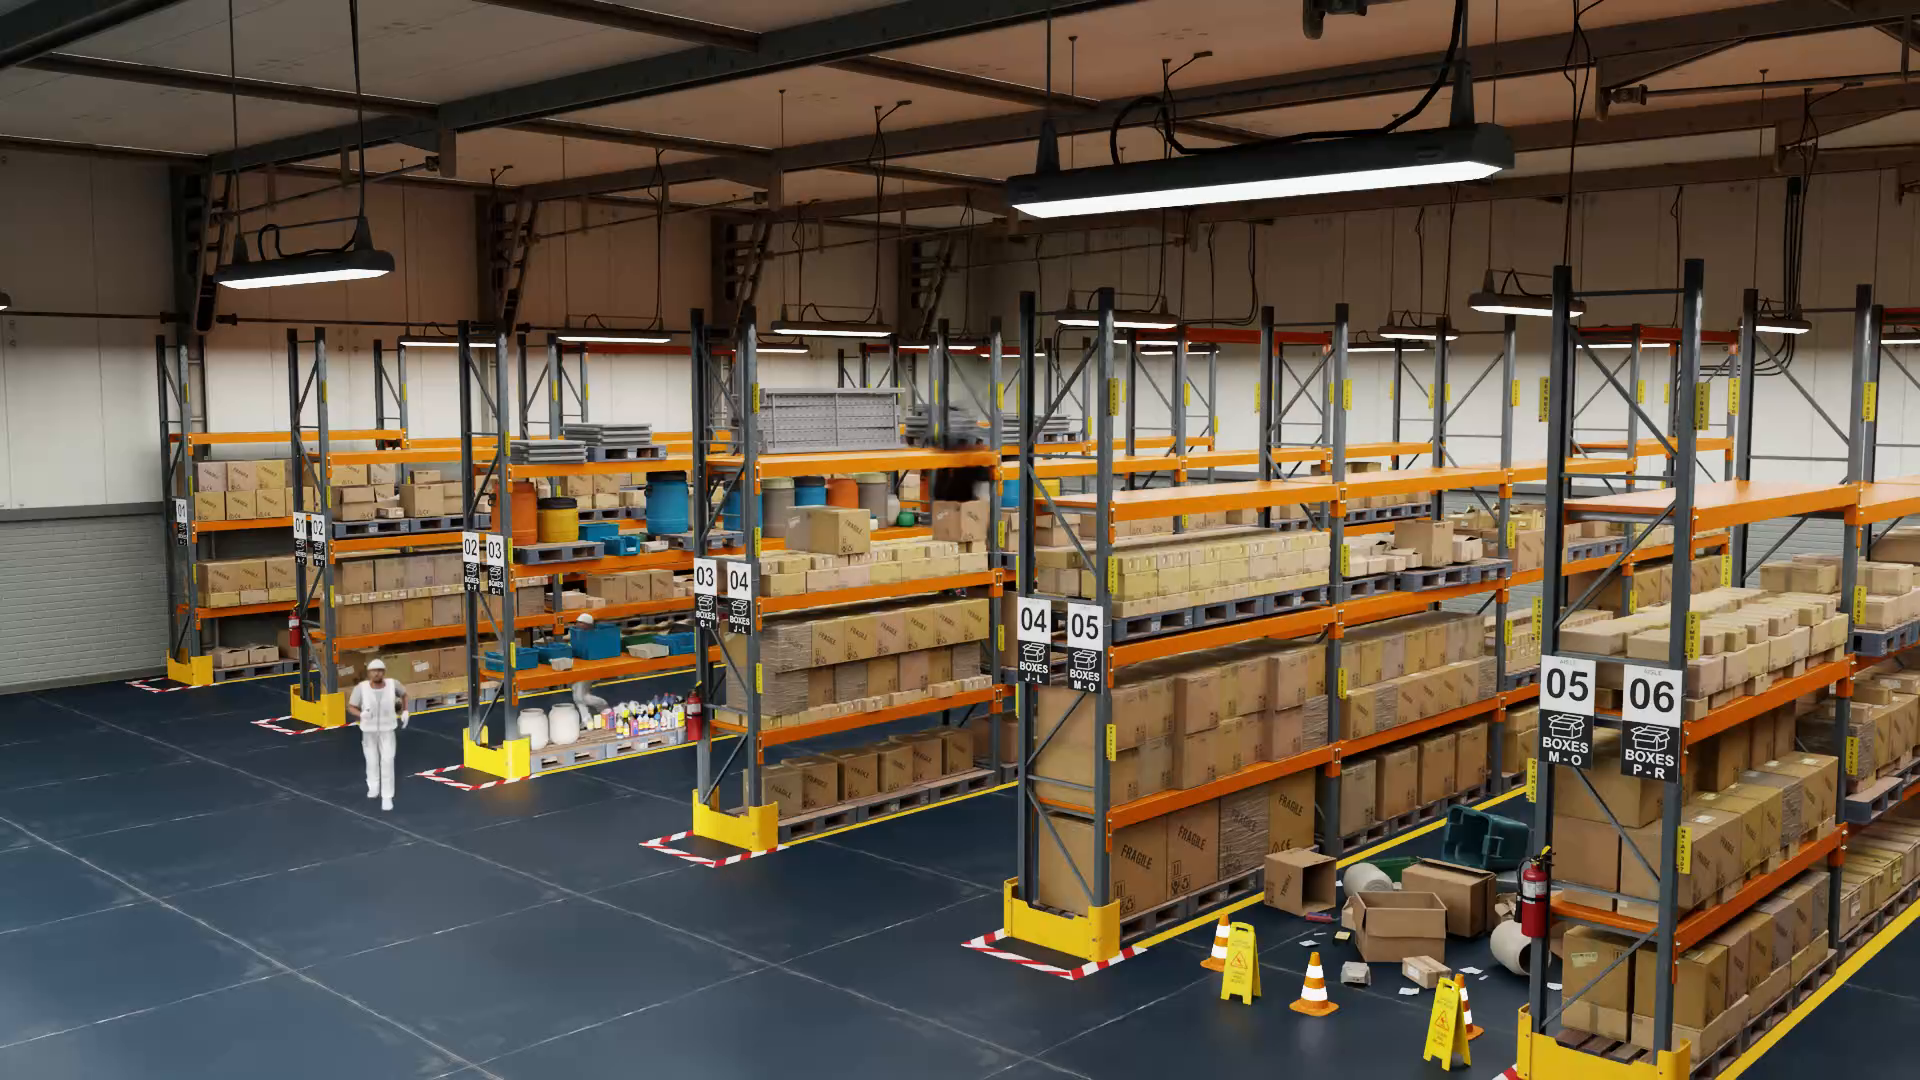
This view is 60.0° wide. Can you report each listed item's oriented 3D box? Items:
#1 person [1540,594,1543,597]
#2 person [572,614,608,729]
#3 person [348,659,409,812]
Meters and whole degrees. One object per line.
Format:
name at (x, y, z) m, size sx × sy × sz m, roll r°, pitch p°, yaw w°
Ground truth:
person at (9.533, 1.756, 26.992) m, size 0.804 × 1.815 × 0.703 m, roll -5°, pitch 7°, yaw -43°
person at (-5.575, 1.964, 25.002) m, size 0.561 × 1.732 × 0.693 m, roll -5°, pitch 7°, yaw -44°
person at (-7.129, 2.363, 20.412) m, size 0.705 × 1.842 × 0.827 m, roll -2°, pitch 6°, yaw -19°
